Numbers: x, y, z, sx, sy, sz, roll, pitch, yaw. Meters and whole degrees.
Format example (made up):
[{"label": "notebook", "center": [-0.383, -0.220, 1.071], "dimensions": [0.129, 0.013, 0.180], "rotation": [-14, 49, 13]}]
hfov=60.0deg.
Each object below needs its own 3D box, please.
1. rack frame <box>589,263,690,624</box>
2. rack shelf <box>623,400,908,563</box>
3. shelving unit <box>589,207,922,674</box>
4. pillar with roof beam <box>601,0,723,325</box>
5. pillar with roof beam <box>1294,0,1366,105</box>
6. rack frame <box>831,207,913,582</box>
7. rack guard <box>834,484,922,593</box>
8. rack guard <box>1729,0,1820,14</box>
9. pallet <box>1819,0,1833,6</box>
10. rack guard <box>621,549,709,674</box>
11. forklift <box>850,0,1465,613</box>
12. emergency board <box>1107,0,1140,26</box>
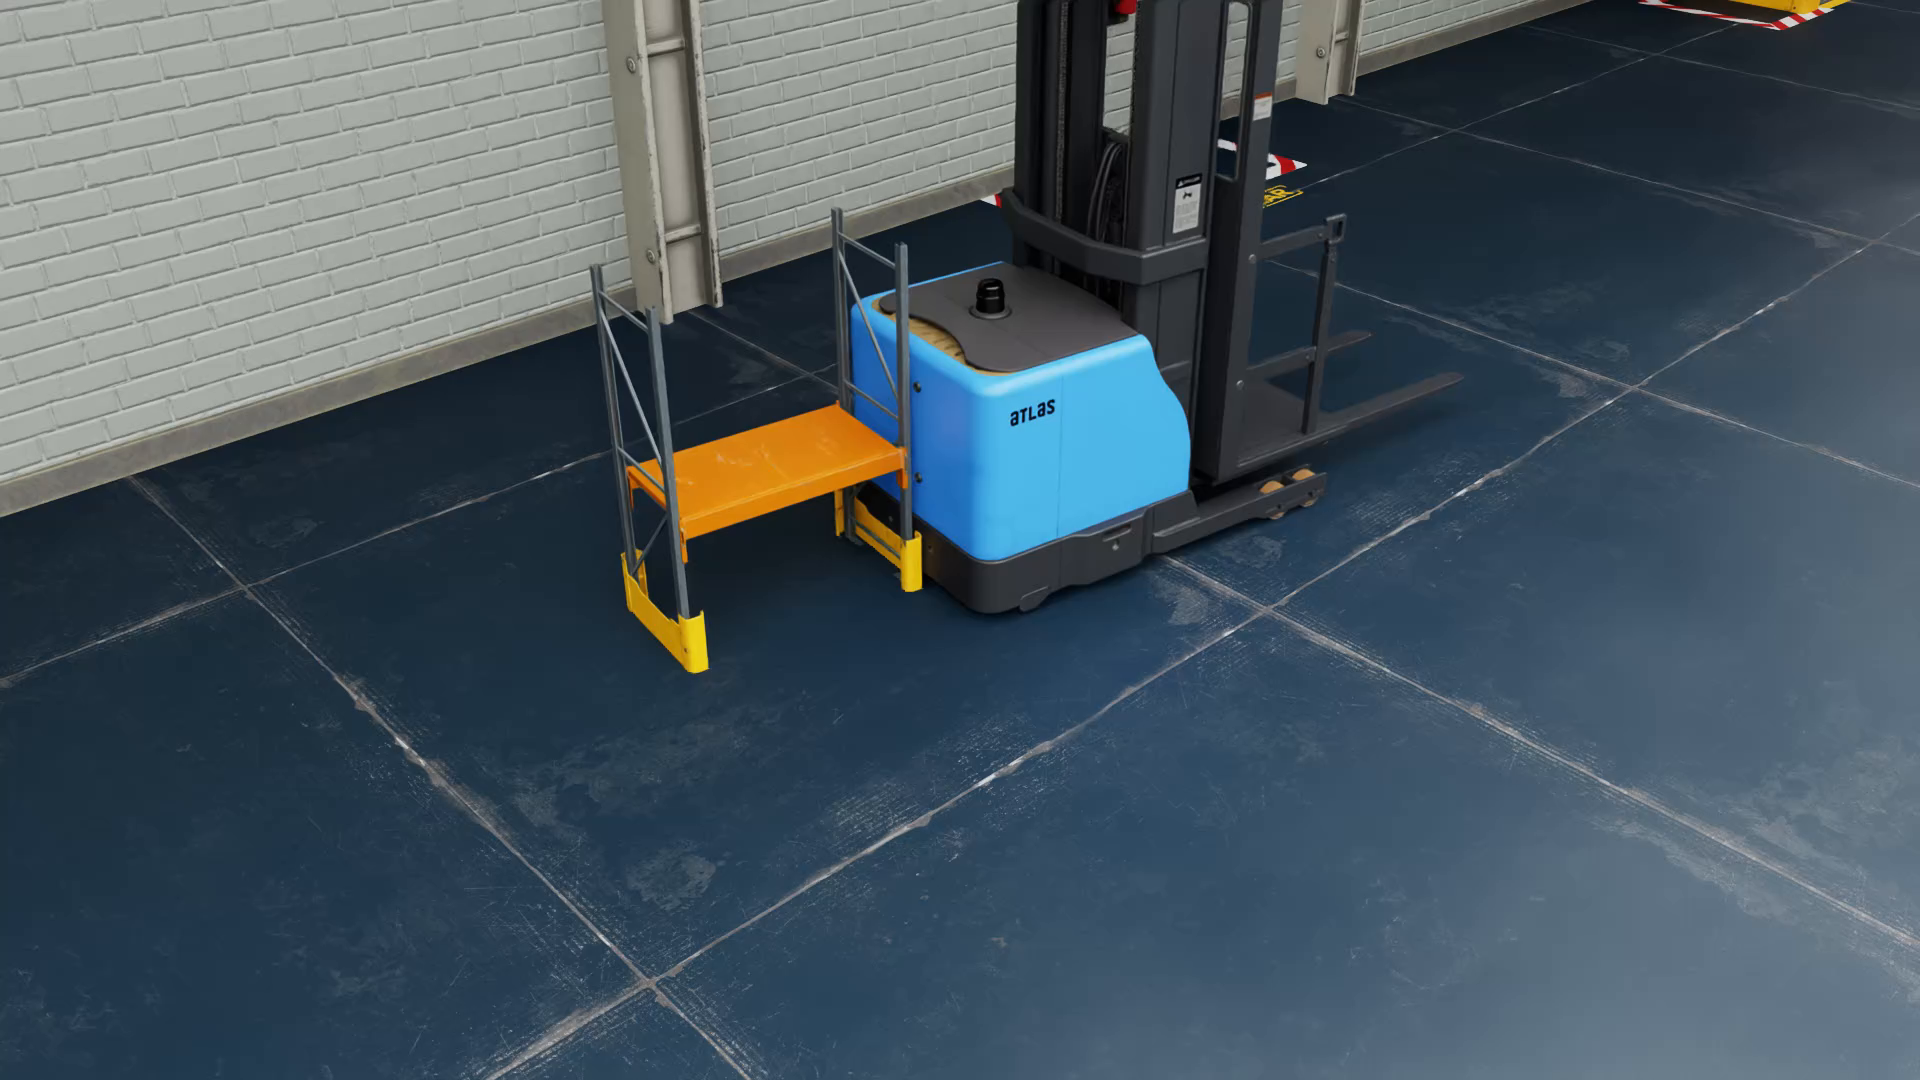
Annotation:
[{"label": "rack frame", "center": [-1.183, -0.251, 6.223], "dimensions": [0.032, 1.500, 0.500], "rotation": [-20, 37, -29]}, {"label": "rack shelf", "center": [-0.766, -0.249, 6.565], "dimensions": [1.000, 0.185, 0.538], "rotation": [-20, 37, -29]}, {"label": "shelving unit", "center": [-0.759, -0.406, 6.476], "dimensions": [1.083, 1.500, 0.587], "rotation": [-20, 37, -29]}, {"label": "pillar with roof beam", "center": [1.340, -3.511, 4.366], "dimensions": [0.400, 9.000, 9.100], "rotation": [-26, 40, -35]}, {"label": "pillar with roof beam", "center": [5.740, -5.639, 7.846], "dimensions": [0.400, 9.000, 9.100], "rotation": [-26, 40, -35]}, {"label": "rack frame", "center": [-0.349, -0.555, 6.719], "dimensions": [0.032, 1.500, 0.500], "rotation": [-20, 37, -29]}, {"label": "rack guard", "center": [-0.350, -0.021, 7.045], "dimensions": [0.087, 0.250, 0.587], "rotation": [-20, 37, -29]}, {"label": "rack guard", "center": [7.343, -5.236, 15.334], "dimensions": [0.348, 0.500, 1.175], "rotation": [-26, 40, -35]}, {"label": "pallet", "center": [7.963, -5.388, 15.858], "dimensions": [1.213, 0.211, 1.003], "rotation": [-26, 40, -35]}, {"label": "rack guard", "center": [-1.167, 0.276, 6.559], "dimensions": [0.087, 0.250, 0.587], "rotation": [-20, 37, -29]}, {"label": "forklift", "center": [1.037, -1.549, 6.974], "dimensions": [3.031, 2.935, 1.130], "rotation": [-20, 37, -29]}, {"label": "emergency board", "center": [0.974, -3.865, 10.695], "dimensions": [0.643, 1.169, 0.194], "rotation": [-26, 40, -35]}]
